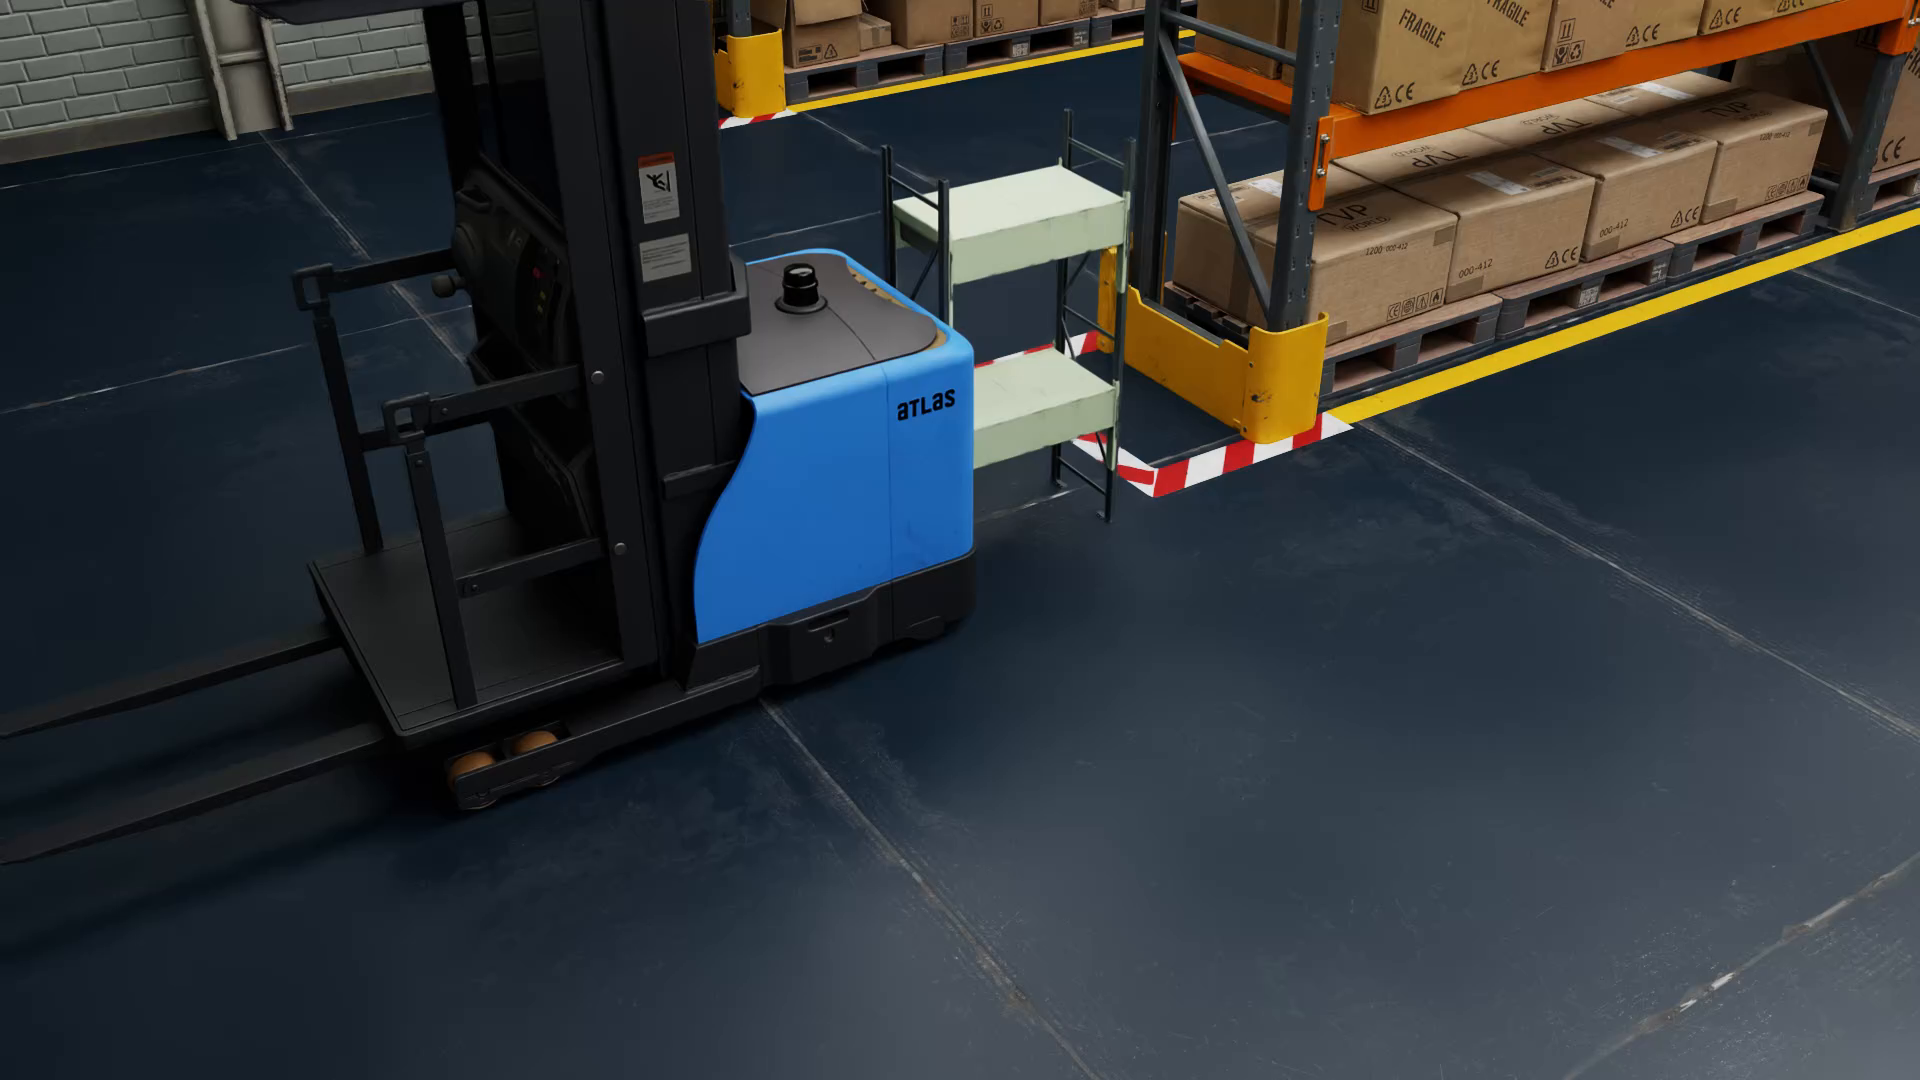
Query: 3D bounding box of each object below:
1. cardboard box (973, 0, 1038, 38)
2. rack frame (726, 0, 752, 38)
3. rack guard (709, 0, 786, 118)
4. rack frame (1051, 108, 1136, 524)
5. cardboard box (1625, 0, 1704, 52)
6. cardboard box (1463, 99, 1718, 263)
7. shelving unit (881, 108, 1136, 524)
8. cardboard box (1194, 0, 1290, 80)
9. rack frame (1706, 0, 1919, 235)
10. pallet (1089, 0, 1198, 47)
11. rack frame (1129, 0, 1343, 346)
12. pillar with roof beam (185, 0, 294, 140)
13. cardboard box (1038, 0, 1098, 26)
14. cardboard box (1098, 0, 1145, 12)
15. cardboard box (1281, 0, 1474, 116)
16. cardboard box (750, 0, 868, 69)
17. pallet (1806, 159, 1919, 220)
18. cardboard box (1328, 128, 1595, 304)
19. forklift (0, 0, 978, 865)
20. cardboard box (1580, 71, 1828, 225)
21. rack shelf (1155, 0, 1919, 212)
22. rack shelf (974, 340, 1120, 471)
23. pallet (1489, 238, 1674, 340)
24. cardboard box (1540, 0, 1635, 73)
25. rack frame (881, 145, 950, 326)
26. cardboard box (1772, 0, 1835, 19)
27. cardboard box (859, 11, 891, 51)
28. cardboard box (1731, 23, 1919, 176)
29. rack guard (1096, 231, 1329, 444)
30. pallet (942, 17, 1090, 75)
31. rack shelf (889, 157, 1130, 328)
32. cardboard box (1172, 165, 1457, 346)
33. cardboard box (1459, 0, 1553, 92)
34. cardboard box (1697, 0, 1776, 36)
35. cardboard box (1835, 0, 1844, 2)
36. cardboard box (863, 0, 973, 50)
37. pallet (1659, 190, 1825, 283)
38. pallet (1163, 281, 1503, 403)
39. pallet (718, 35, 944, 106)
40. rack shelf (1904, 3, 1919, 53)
[{"bbox_3d":[0.195,-3.787,11.391,0.500,0.500,0.500,-18,37,-26],"label":"cardboard box"},{"bbox_3d":[-1.609,-4.194,10.087,0.127,3.000,1.000,-19,37,-27],"label":"rack frame"},{"bbox_3d":[-1.545,-3.159,10.789,0.348,0.500,1.175,-19,37,-27],"label":"rack guard"},{"bbox_3d":[0.476,-0.789,6.095,0.023,1.500,0.400,-18,37,-26],"label":"rack frame"},{"bbox_3d":[2.902,-2.472,7.263,0.500,0.500,0.500,-18,36,-26],"label":"cardboard box"},{"bbox_3d":[3.108,-1.827,8.343,0.875,0.438,0.875,-20,37,-29],"label":"cardboard box"},{"bbox_3d":[0.164,-0.687,5.933,0.755,1.500,0.431,-18,37,-26],"label":"shelving unit"},{"bbox_3d":[1.346,-2.270,6.943,0.500,0.500,0.500,-19,37,-27],"label":"cardboard box"},{"bbox_3d":[4.446,-3.126,8.394,0.127,3.000,1.000,-19,37,-27],"label":"rack frame"},{"bbox_3d":[1.176,-3.973,12.351,1.213,0.211,1.003,-19,37,-27],"label":"pallet"},{"bbox_3d":[1.084,-1.969,6.561,0.127,3.000,1.000,-19,37,-27],"label":"rack frame"},{"bbox_3d":[-2.031,-4.426,4.832,0.400,9.000,9.100,-19,37,-27],"label":"pillar with roof beam"},{"bbox_3d":[0.569,-3.979,11.695,0.500,0.500,0.700,-20,38,-29],"label":"cardboard box"},{"bbox_3d":[1.144,-3.976,11.910,0.258,0.266,0.396,-18,36,-26],"label":"cardboard box"},{"bbox_3d":[1.643,-2.022,6.550,0.500,0.500,0.500,-19,37,-28],"label":"cardboard box"},{"bbox_3d":[-1.043,-3.450,10.854,0.637,0.503,0.797,-21,38,-29],"label":"cardboard box"},{"bbox_3d":[5.054,-2.203,9.545,1.213,0.211,1.003,-19,37,-27],"label":"pallet"},{"bbox_3d":[2.349,-1.567,7.931,0.875,0.438,0.875,-18,36,-26],"label":"cardboard box"},{"bbox_3d":[-1.465,-0.758,4.704,3.031,2.935,1.130,-18,37,-26],"label":"forklift"},{"bbox_3d":[3.860,-2.086,8.754,0.875,0.438,0.875,-20,37,-28],"label":"cardboard box"},{"bbox_3d":[2.765,-2.243,7.669,4.000,0.370,1.077,-19,37,-27],"label":"rack shelf"},{"bbox_3d":[0.164,-0.411,6.107,0.720,0.370,0.431,-18,37,-26],"label":"rack shelf"},{"bbox_3d":[2.738,-1.407,8.282,1.213,0.211,1.003,-19,37,-27],"label":"pallet"},{"bbox_3d":[2.490,-2.319,7.022,0.500,0.500,0.500,-19,37,-28],"label":"cardboard box"},{"bbox_3d":[-0.147,-0.584,5.770,0.023,1.500,0.400,-18,37,-26],"label":"rack frame"},{"bbox_3d":[3.765,-2.768,7.733,0.500,0.500,0.500,-20,37,-28],"label":"cardboard box"},{"bbox_3d":[-0.665,-3.406,11.116,0.250,0.149,0.380,-21,38,-29],"label":"cardboard box"},{"bbox_3d":[4.924,-2.620,9.189,0.875,0.875,0.875,-18,36,-26],"label":"cardboard box"},{"bbox_3d":[1.064,-0.905,7.217,0.348,0.500,1.175,-19,37,-27],"label":"rack guard"},{"bbox_3d":[0.149,-3.618,11.788,1.213,0.211,1.003,-19,37,-27],"label":"pallet"},{"bbox_3d":[0.164,-1.017,5.725,0.720,0.370,0.431,-18,37,-26],"label":"rack shelf"},{"bbox_3d":[1.584,-1.299,7.506,0.875,0.438,0.875,-20,38,-29],"label":"cardboard box"},{"bbox_3d":[2.053,-2.180,6.801,0.500,0.500,0.500,-20,37,-28],"label":"cardboard box"},{"bbox_3d":[3.350,-2.616,7.492,0.500,0.500,0.500,-20,37,-28],"label":"cardboard box"},{"bbox_3d":[4.194,-2.919,7.973,0.500,0.500,0.500,-19,37,-27],"label":"cardboard box"},{"bbox_3d":[-0.304,-3.679,11.219,0.500,0.500,0.700,-17,36,-25],"label":"cardboard box"},{"bbox_3d":[3.764,-1.762,8.845,1.213,0.211,1.003,-19,37,-27],"label":"pallet"},{"bbox_3d":[1.713,-1.056,7.727,1.213,0.211,1.003,-19,37,-27],"label":"pallet"},{"bbox_3d":[-0.875,-3.268,11.232,1.213,0.211,1.003,-19,37,-27],"label":"pallet"},{"bbox_3d":[6.127,-3.400,9.502,4.000,0.370,1.077,-19,37,-27],"label":"rack shelf"}]
